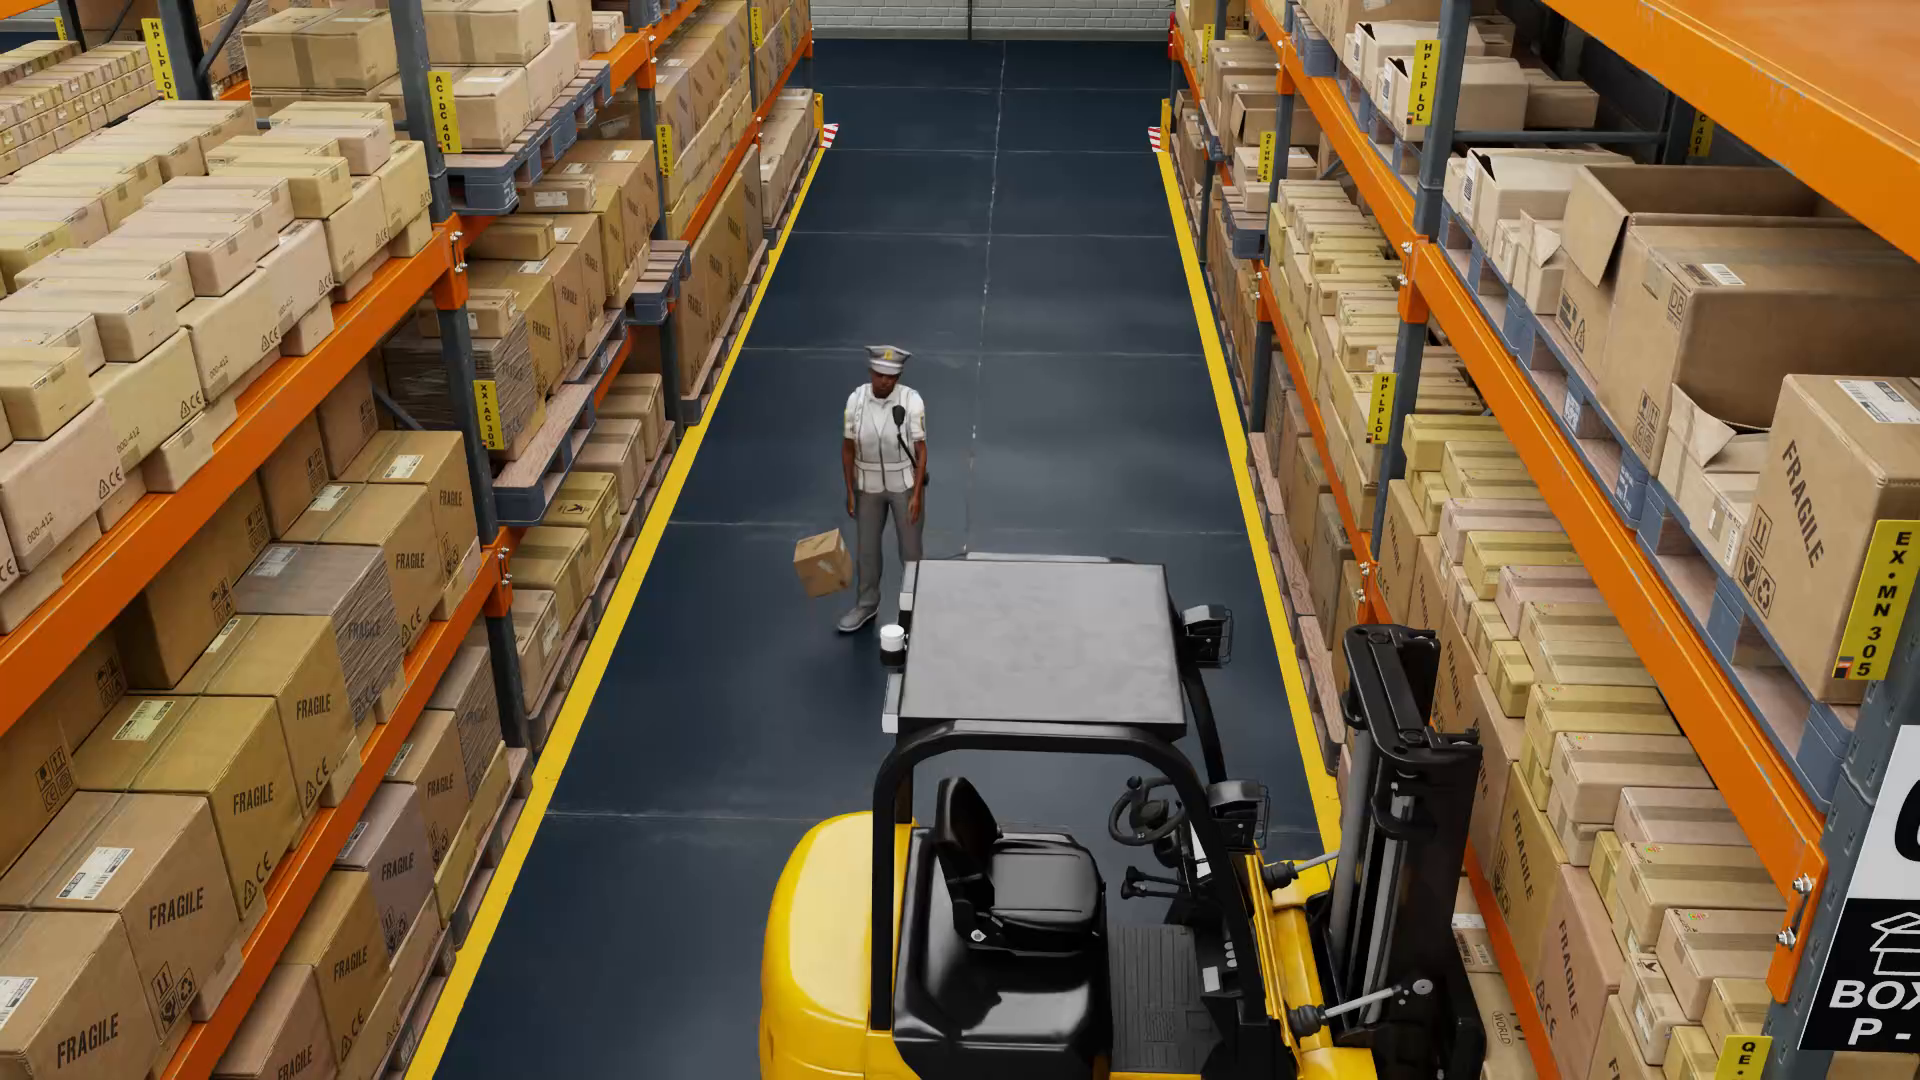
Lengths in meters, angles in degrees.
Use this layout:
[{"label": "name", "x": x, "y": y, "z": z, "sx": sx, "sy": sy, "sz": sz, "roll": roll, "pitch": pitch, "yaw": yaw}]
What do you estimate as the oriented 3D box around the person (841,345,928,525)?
[{"label": "person", "x": -0.409, "y": -0.570, "z": 8.887, "sx": 0.480, "sy": 1.014, "sz": 0.355, "roll": 3, "pitch": 28, "yaw": 5}]
